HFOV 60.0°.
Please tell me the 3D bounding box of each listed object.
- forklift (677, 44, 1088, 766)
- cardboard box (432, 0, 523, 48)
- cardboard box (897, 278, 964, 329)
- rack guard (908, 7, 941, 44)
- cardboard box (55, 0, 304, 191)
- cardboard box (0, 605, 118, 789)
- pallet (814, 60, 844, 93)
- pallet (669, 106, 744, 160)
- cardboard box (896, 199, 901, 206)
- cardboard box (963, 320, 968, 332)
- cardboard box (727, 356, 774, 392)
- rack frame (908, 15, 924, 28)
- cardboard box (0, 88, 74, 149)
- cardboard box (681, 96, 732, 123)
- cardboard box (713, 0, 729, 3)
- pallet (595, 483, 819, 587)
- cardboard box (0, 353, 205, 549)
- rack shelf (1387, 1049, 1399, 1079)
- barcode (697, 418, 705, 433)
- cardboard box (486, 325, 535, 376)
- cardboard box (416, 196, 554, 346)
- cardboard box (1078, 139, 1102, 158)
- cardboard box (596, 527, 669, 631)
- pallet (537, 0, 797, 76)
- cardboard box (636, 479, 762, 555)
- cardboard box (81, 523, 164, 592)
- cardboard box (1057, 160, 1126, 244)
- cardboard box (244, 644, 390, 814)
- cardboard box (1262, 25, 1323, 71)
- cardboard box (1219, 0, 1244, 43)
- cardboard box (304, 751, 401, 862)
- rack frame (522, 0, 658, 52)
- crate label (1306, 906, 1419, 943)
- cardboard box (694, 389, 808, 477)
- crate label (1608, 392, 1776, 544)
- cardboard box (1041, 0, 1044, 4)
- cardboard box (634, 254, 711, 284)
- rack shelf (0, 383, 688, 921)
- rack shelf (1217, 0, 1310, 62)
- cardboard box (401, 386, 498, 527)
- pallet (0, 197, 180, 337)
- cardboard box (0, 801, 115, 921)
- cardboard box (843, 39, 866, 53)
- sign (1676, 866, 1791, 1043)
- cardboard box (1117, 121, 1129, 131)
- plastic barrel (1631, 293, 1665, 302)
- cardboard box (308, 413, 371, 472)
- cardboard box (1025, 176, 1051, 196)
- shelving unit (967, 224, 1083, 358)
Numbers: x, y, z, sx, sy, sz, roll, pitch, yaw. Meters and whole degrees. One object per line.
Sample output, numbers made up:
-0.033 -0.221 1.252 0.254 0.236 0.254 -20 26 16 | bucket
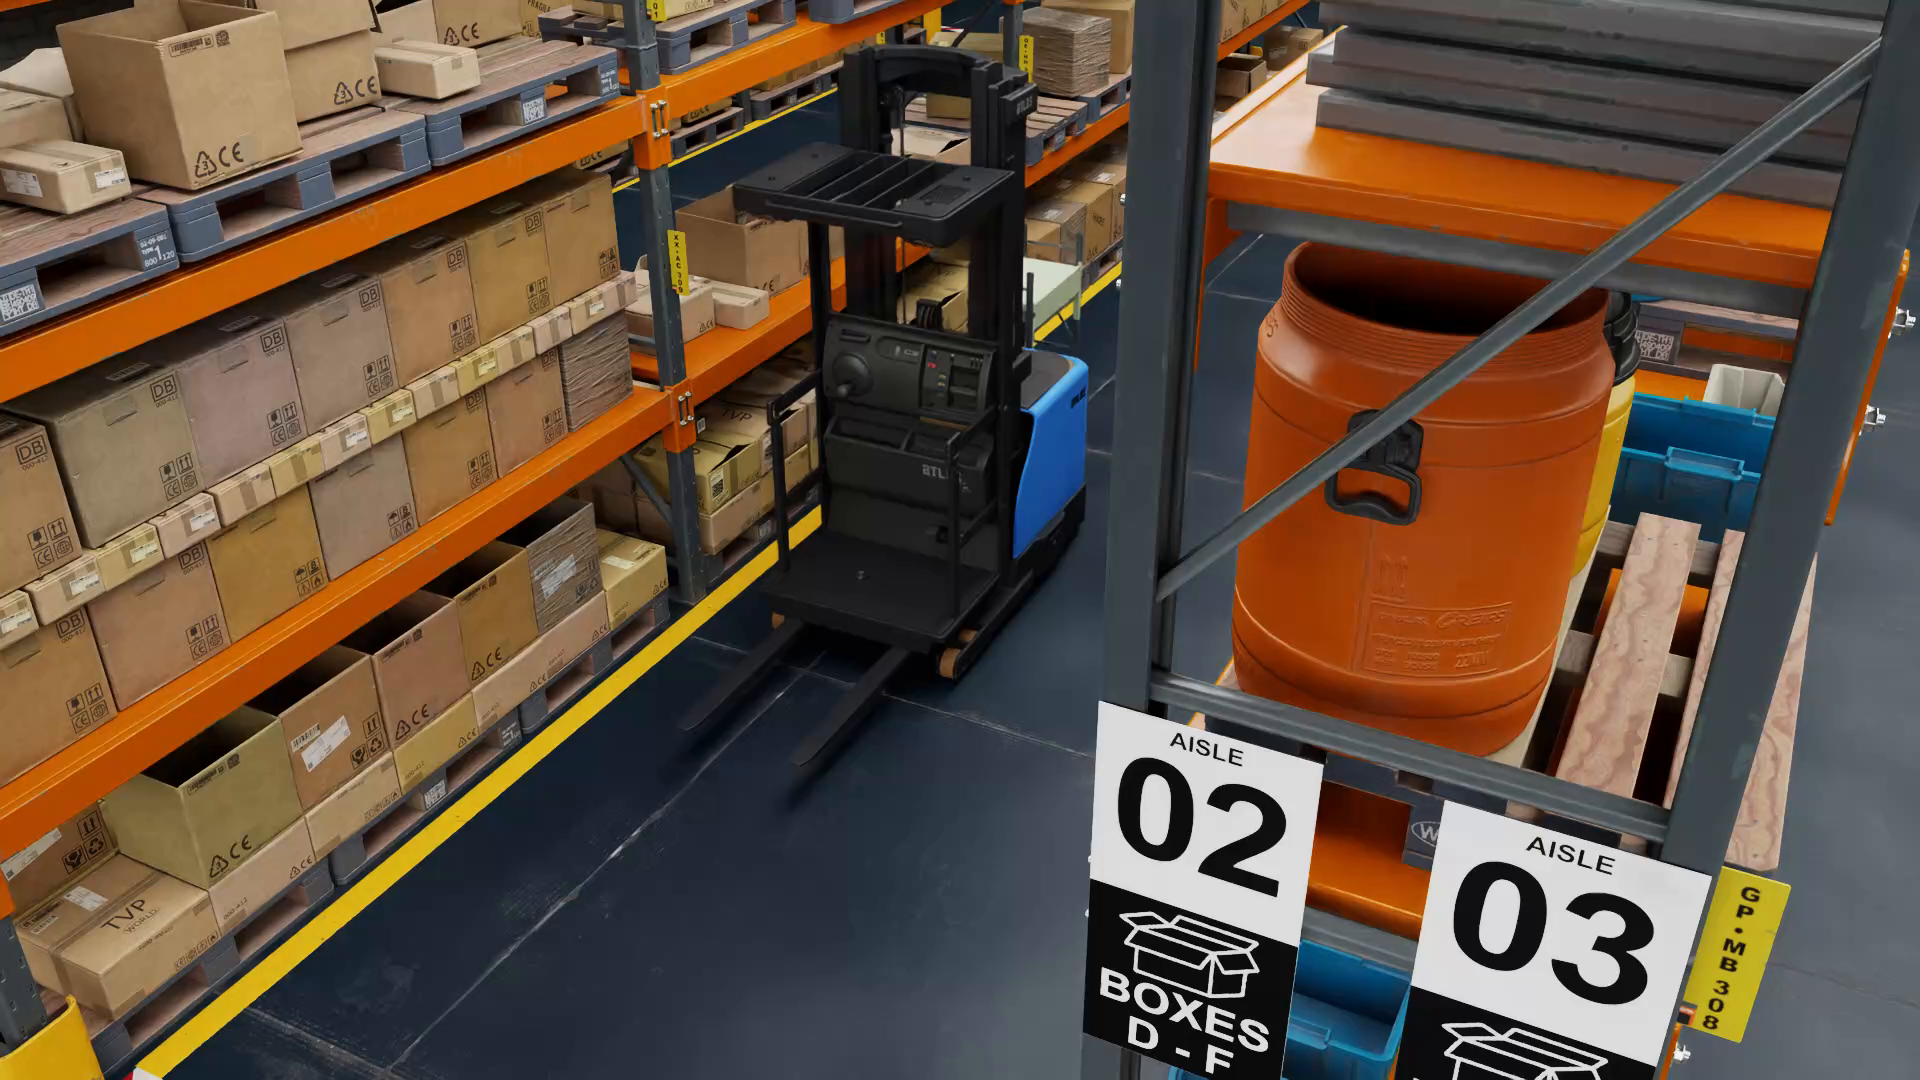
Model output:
-0.361 -0.806 8.211 1.130 2.935 3.031 14 33 22 | forklift
-2.338 -2.496 7.410 0.500 0.500 0.500 17 34 27 | cardboard box
-0.302 -1.559 11.229 0.500 0.311 0.500 14 33 23 | cardboard box
-0.808 -6.441 20.465 1.175 0.500 0.348 14 33 23 | rack guard
-2.696 -1.561 5.781 0.500 0.500 0.500 14 33 23 | cardboard box
-3.472 0.453 5.848 0.700 0.500 0.500 14 33 23 | cardboard box
-1.670 -5.394 18.932 1.003 0.211 1.213 14 33 23 | pallet
-2.926 -4.173 16.805 1.003 0.211 1.213 14 33 23 | pallet
-0.583 -2.159 10.750 0.380 0.149 0.250 17 34 27 | cardboard box
-0.074 -1.547 11.771 0.500 0.250 0.500 15 33 24 | cardboard box
-1.484 -1.003 10.261 0.500 0.311 0.500 14 33 23 | cardboard box
-0.819 -7.515 19.824 1.000 3.000 0.127 14 33 23 | rack frame
-3.406 -1.348 5.662 0.500 0.250 0.500 14 33 23 | cardboard box
-2.822 -4.674 16.613 0.750 0.750 0.750 15 33 24 | cardboard box
-1.337 -3.006 8.689 0.500 0.250 0.500 11 32 19 | cardboard box
-1.573 -0.199 9.884 1.003 0.211 1.213 14 33 23 | pallet
-3.213 -0.367 5.974 0.700 0.500 0.500 13 32 22 | cardboard box
1.623 1.251 5.281 1.077 0.370 4.000 14 33 23 | rack shelf
-1.387 -0.614 8.912 0.001 0.075 0.075 14 33 23 | barcode
-2.157 -0.886 7.528 0.380 0.149 0.250 14 33 23 | cardboard box
-2.300 -1.256 7.522 0.700 0.500 0.500 14 33 23 | cardboard box
0.878 -3.449 14.059 0.500 0.250 0.500 14 33 23 | cardboard box
-1.891 0.193 8.742 0.500 0.250 0.500 14 33 23 | cardboard box
-1.484 -2.684 8.592 0.805 0.209 1.217 13 32 21 | pallet
-1.470 -0.185 9.399 0.500 0.250 0.500 13 33 22 | cardboard box
-3.093 0.023 5.946 0.380 0.149 0.250 14 33 23 | cardboard box
1.110 -2.777 13.642 0.500 0.500 0.500 13 32 22 | cardboard box
-2.811 0.752 7.015 0.500 0.500 0.500 14 33 23 | cardboard box
3.564 -5.202 17.865 0.500 0.500 0.500 14 33 23 | cardboard box
2.245 -4.827 15.043 0.500 0.500 0.500 15 33 25 | cardboard box
-2.801 1.080 7.197 0.500 0.250 0.500 14 33 23 | cardboard box
-1.874 -3.674 7.112 1.000 3.000 0.127 14 33 23 | rack frame
1.309 0.933 5.077 0.502 0.435 0.616 14 33 23 | crate label
-1.231 -0.653 9.651 0.500 0.311 0.500 14 33 23 | cardboard box
1.858 -0.165 4.163 0.502 0.251 0.408 14 33 23 | crate label
1.099 -4.366 13.819 0.700 0.500 0.500 20 35 31 | cardboard box
-1.637 -1.446 9.391 0.396 0.266 0.258 13 33 22 | cardboard box
-2.785 0.126 7.241 1.077 0.370 4.000 14 33 23 | rack shelf
2.681 -5.194 16.505 1.077 0.370 4.000 14 33 23 | rack shelf
-2.537 -0.461 7.440 0.700 0.500 0.500 15 33 24 | cardboard box
-3.351 -0.869 5.328 1.003 0.211 1.213 14 33 23 | pallet
-3.717 1.080 6.443 0.500 0.500 0.500 14 33 23 | cardboard box
-1.505 -5.835 18.987 0.700 0.500 0.500 13 32 22 | cardboard box
1.199 0.648 2.588 0.100 0.325 0.005 14 33 23 | sign
1.333 -3.567 15.017 0.500 0.500 0.500 13 32 21 | cardboard box
1.985 -1.231 4.944 0.600 0.901 0.708 14 33 23 | plastic barrel
-2.625 -0.430 6.736 0.380 0.149 0.250 15 33 24 | cardboard box
0.401 -2.650 13.421 0.500 0.500 0.500 13 32 22 | cardboard box
0.392 -1.057 10.085 0.431 1.500 0.755 14 33 22 | shelving unit
